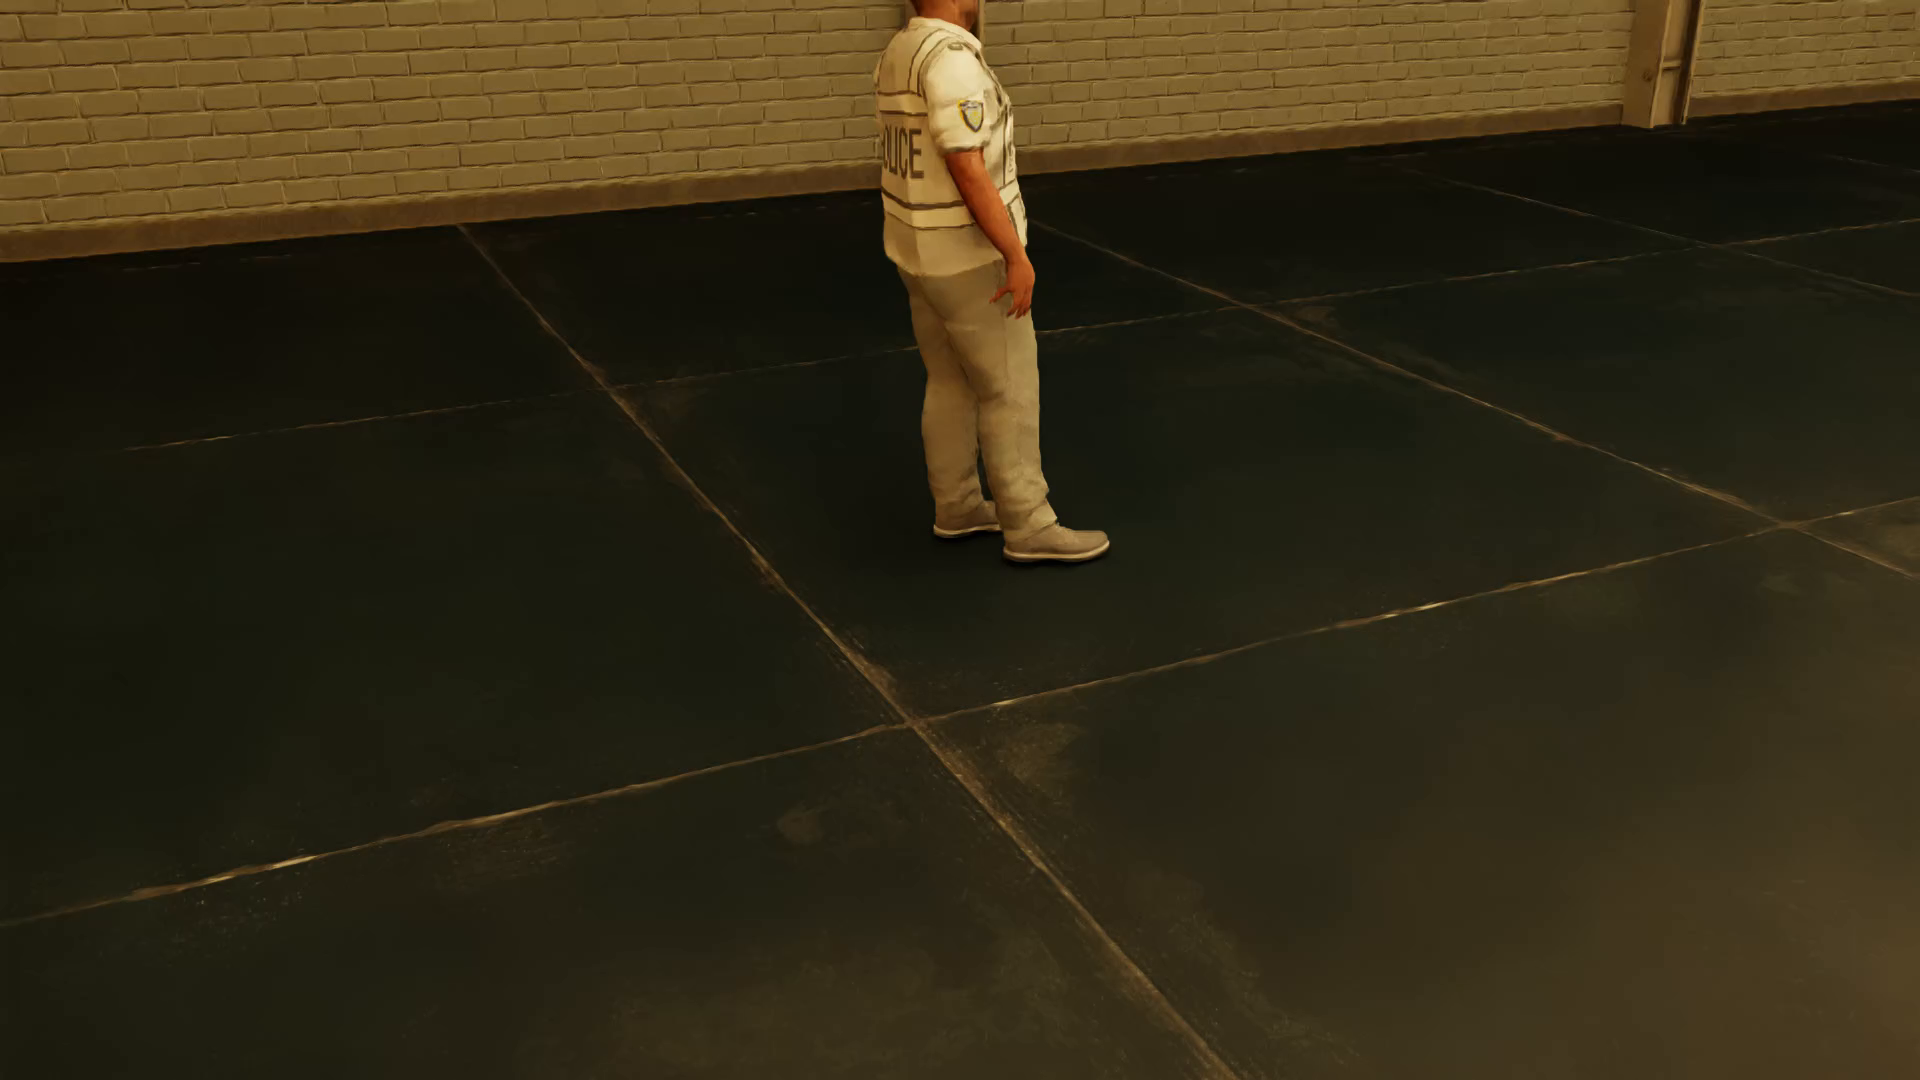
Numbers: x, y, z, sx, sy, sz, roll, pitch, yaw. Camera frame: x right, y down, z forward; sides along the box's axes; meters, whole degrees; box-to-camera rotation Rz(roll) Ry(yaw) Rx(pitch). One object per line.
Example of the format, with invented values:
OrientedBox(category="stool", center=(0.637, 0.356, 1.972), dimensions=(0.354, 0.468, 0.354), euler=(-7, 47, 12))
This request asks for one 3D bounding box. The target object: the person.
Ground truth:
OrientedBox(category="person", center=(0.075, -0.839, 4.782), dimensions=(0.574, 1.781, 0.640), euler=(-10, 25, -23))
